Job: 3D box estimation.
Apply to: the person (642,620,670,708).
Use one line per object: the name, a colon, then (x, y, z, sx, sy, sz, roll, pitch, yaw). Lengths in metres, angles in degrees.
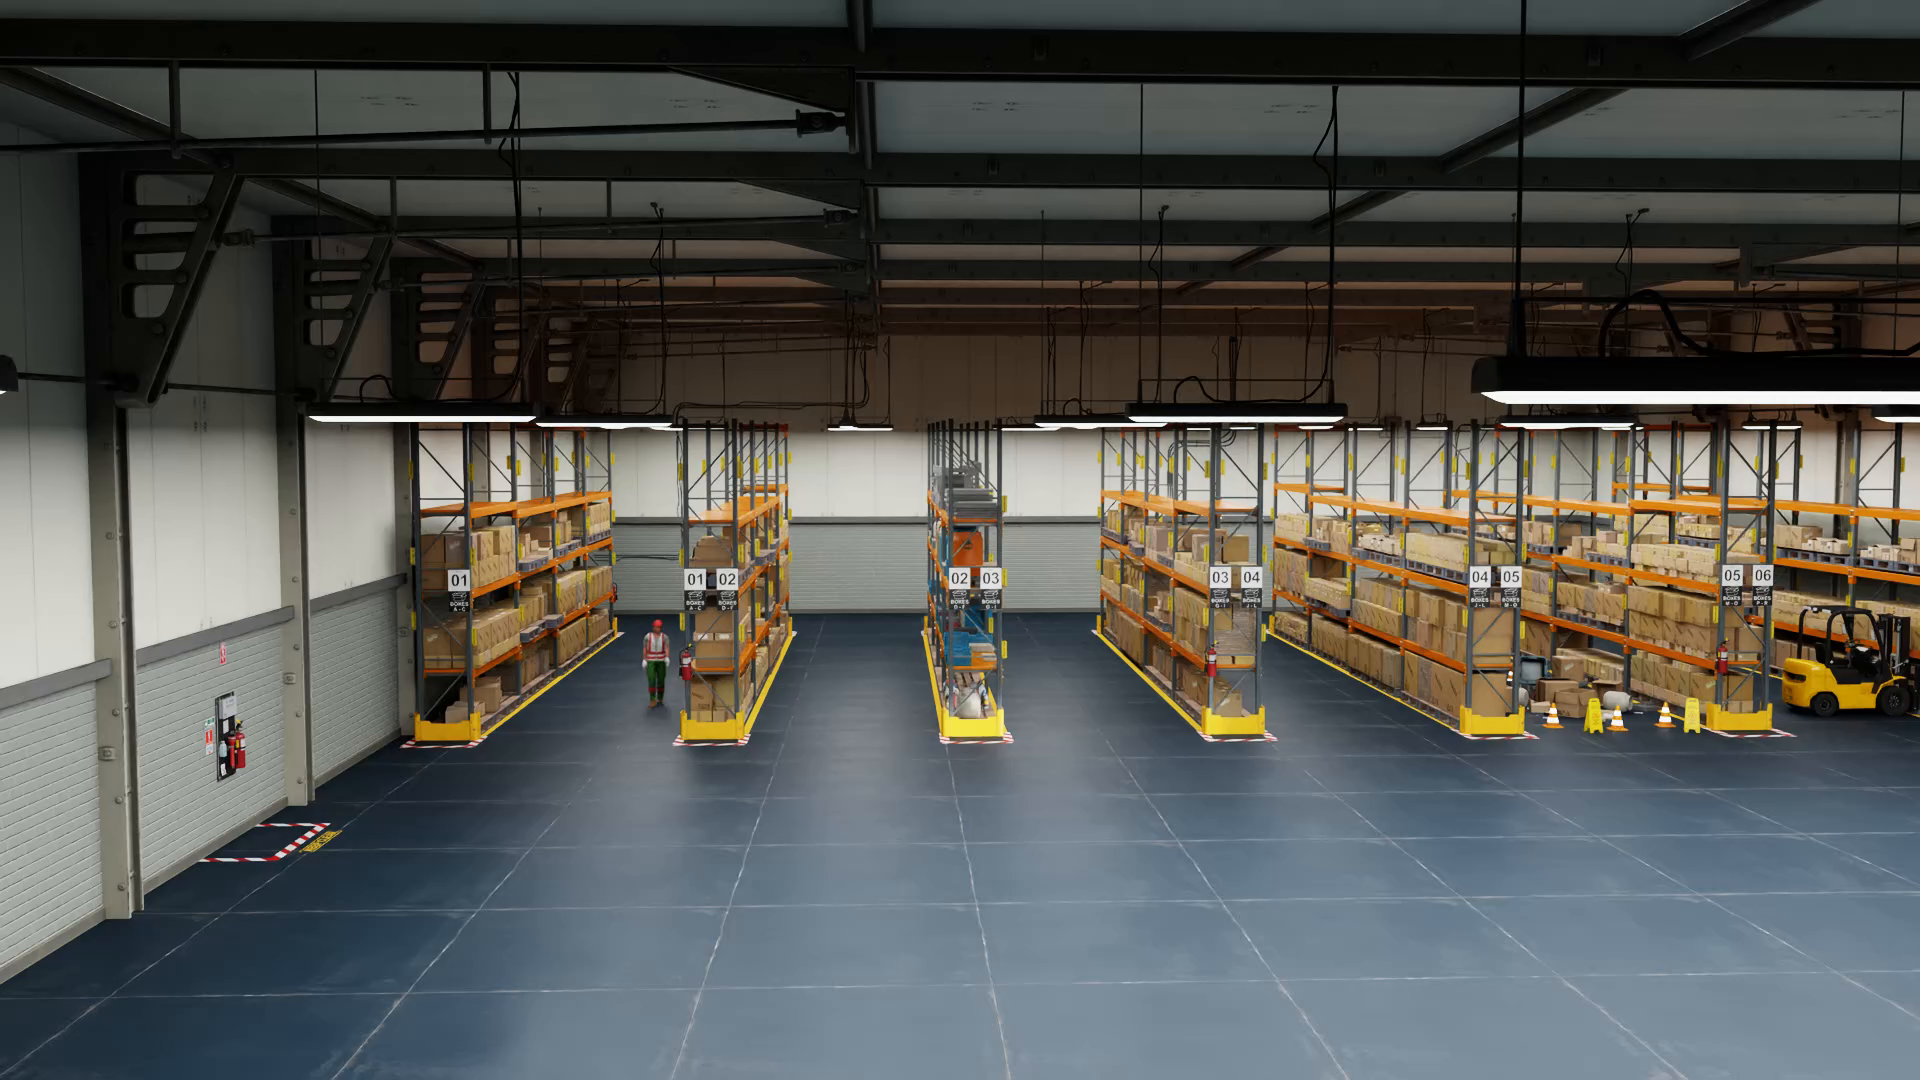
person: (-6.392, 2.597, 35.037, 0.577, 1.793, 0.734, -1, 4, -15)
